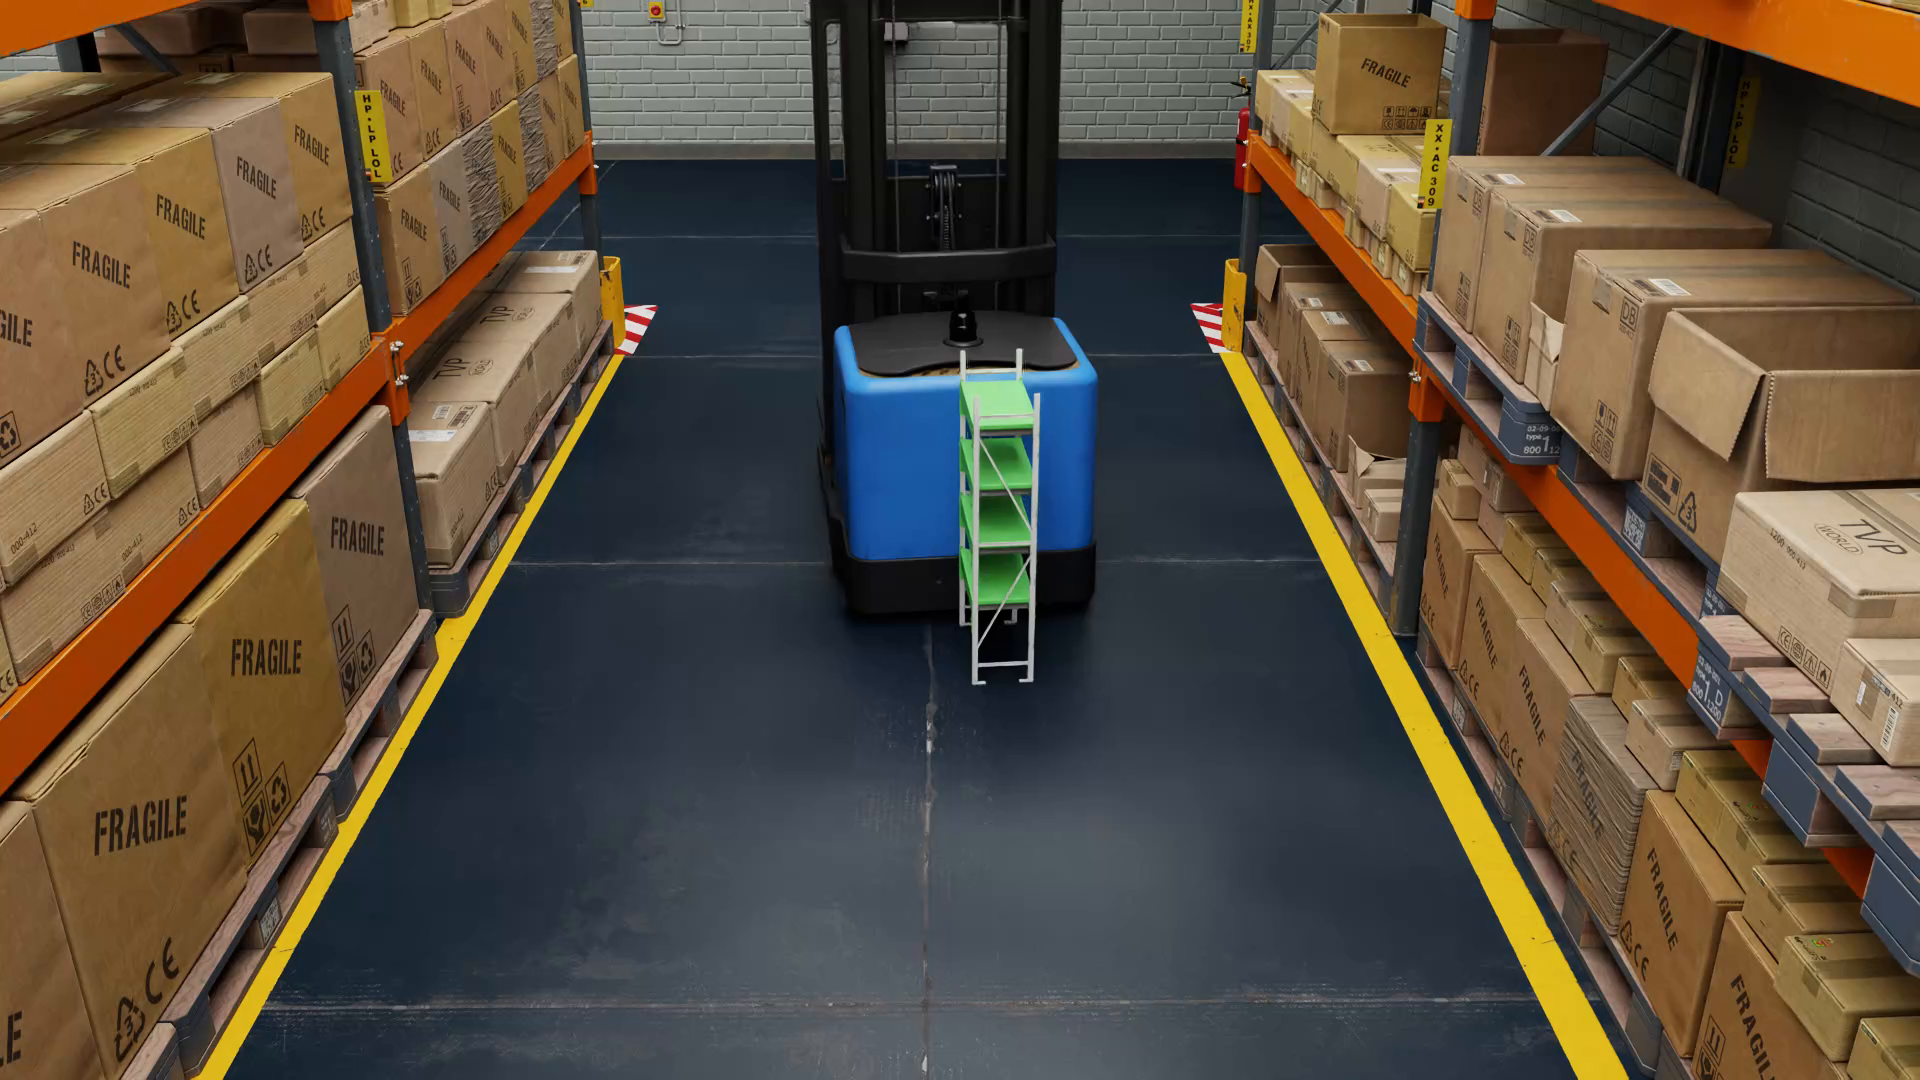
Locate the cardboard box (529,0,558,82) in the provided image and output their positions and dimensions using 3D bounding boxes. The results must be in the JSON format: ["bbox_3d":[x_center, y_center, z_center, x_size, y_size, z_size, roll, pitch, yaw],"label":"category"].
[{"bbox_3d":[-2.440,-2.703,8.751,0.500,0.500,0.500,0,24,0],"label":"cardboard box"}]

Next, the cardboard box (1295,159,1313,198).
[{"bbox_3d":[1.939,-1.856,8.519,0.380,0.149,0.250,-1,24,-2],"label":"cardboard box"}]

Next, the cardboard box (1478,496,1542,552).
[{"bbox_3d":[2.107,-0.075,6.013,0.380,0.149,0.250,-1,24,-2],"label":"cardboard box"}]

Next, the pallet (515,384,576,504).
[{"bbox_3d":[-2.621,-0.513,8.629,1.003,0.211,1.213,0,24,-1],"label":"pallet"}]

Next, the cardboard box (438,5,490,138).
[{"bbox_3d":[-2.431,-2.084,7.383,0.500,0.500,0.500,0,24,0],"label":"cardboard box"}]

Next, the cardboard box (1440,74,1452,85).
[{"bbox_3d":[2.515,-2.517,9.497,0.500,0.250,0.500,0,24,1],"label":"cardboard box"}]

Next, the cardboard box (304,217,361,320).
[{"bbox_3d":[-2.427,-0.945,5.775,0.500,0.250,0.500,0,24,-1],"label":"cardboard box"}]

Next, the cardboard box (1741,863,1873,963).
[{"bbox_3d":[2.081,0.887,3.886,0.380,0.149,0.250,-1,24,-2],"label":"cardboard box"}]

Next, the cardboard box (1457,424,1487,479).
[{"bbox_3d":[2.087,-0.325,6.204,0.380,0.149,0.250,-1,24,-1],"label":"cardboard box"}]

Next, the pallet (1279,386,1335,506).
[{"bbox_3d":[2.266,-0.506,8.614,1.003,0.211,1.213,0,24,-1],"label":"pallet"}]

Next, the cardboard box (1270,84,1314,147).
[{"bbox_3d":[1.986,-2.310,9.038,0.500,0.250,0.500,0,24,0],"label":"cardboard box"}]

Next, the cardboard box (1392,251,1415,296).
[{"bbox_3d":[2.008,-1.113,6.876,0.380,0.149,0.250,0,24,1],"label":"cardboard box"}]

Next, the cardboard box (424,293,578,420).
[{"bbox_3d":[-2.593,-0.990,8.898,0.875,0.438,0.875,0,24,1],"label":"cardboard box"}]

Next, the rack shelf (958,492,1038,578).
[{"bbox_3d":[0.144,-0.030,6.502,0.258,0.148,0.480,-2,26,-5],"label":"rack shelf"}]

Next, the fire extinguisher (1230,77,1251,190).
[{"bbox_3d":[1.781,-2.492,10.166,0.296,0.674,0.183,0,24,-1],"label":"fire extinguisher"}]

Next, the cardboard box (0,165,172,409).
[{"bbox_3d":[-2.399,-0.649,4.210,0.500,0.500,0.500,0,24,0],"label":"cardboard box"}]

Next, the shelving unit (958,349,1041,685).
[{"bbox_3d":[0.144,-0.088,6.474,0.258,1.200,0.503,-2,26,-5],"label":"shelving unit"}]

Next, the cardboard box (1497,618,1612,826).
[{"bbox_3d":[2.086,0.583,5.345,0.500,0.500,0.500,-1,24,-2],"label":"cardboard box"}]

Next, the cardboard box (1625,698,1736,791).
[{"bbox_3d":[2.087,0.561,4.606,0.380,0.149,0.250,-1,24,-3],"label":"cardboard box"}]

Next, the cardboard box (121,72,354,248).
[{"bbox_3d":[-2.419,-1.284,5.615,0.500,0.500,0.500,1,24,1],"label":"cardboard box"}]

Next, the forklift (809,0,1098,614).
[{"bbox_3d":[-0.137,-1.605,7.741,1.130,2.935,3.031,-3,25,-7],"label":"forklift"}]

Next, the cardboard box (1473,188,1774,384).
[{"bbox_3d":[2.076,-0.813,5.277,0.700,0.500,0.500,0,24,0],"label":"cardboard box"}]

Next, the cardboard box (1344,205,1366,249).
[{"bbox_3d":[1.975,-1.433,7.584,0.380,0.149,0.250,-1,24,-1],"label":"cardboard box"}]

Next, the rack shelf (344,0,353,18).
[{"bbox_3d":[-2.696,-2.829,7.599,1.077,0.370,4.000,0,24,-1],"label":"rack shelf"}]

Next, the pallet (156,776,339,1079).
[{"bbox_3d":[-2.575,1.126,5.005,1.003,0.211,1.213,0,24,-1],"label":"pallet"}]

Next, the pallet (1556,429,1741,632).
[{"bbox_3d":[2.307,-0.056,4.466,1.003,0.211,1.213,0,24,-1],"label":"pallet"}]

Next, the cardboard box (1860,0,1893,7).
[{"bbox_3d":[2.072,-1.264,3.447,0.500,0.250,0.500,0,24,-1],"label":"cardboard box"}]

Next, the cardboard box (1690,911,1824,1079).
[{"bbox_3d":[2.118,1.226,3.923,0.500,0.500,0.500,-1,24,-1],"label":"cardboard box"}]

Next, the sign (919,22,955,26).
[{"bbox_3d":[-0.209,-4.932,15.129,0.329,0.494,0.001,0,24,-1],"label":"sign"}]

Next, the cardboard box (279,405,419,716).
[{"bbox_3d":[-2.588,0.066,6.034,0.875,0.875,0.875,0,24,1],"label":"cardboard box"}]

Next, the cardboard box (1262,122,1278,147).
[{"bbox_3d":[1.974,-2.387,9.693,0.380,0.149,0.250,0,24,-1],"label":"cardboard box"}]

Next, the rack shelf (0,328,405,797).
[{"bbox_3d":[-2.653,0.186,4.573,1.077,0.370,4.000,0,24,-1],"label":"rack shelf"}]

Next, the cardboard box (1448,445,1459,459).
[{"bbox_3d":[2.513,-0.334,7.799,0.380,0.149,0.250,-1,24,-1],"label":"cardboard box"}]

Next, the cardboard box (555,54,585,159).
[{"bbox_3d":[-2.448,-2.463,9.433,0.500,0.500,0.500,0,24,0],"label":"cardboard box"}]

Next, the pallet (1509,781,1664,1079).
[{"bbox_3d":[2.352,1.119,5.019,1.003,0.211,1.213,0,24,-1],"label":"pallet"}]

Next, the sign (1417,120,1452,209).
[{"bbox_3d":[1.746,-1.379,6.108,0.100,0.325,0.005,0,24,-1],"label":"sign"}]

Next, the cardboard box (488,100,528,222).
[{"bbox_3d":[-2.424,-1.831,8.037,0.500,0.500,0.500,0,24,1],"label":"cardboard box"}]

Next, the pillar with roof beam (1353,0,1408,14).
[{"bbox_3d":[-1.188,-6.468,11.130,9.100,9.000,0.400,0,24,-1],"label":"pillar with roof beam"}]

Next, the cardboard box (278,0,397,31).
[{"bbox_3d":[-2.482,-2.105,6.642,0.380,0.149,0.250,-1,24,-1],"label":"cardboard box"}]

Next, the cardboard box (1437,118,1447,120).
[{"bbox_3d":[2.526,-1.885,8.099,0.500,0.250,0.500,0,24,-1],"label":"cardboard box"}]

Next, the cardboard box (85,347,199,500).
[{"bbox_3d":[-2.380,-0.315,4.381,0.500,0.250,0.500,0,24,0],"label":"cardboard box"}]

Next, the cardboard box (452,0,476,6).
[{"bbox_3d":[-2.416,-2.522,7.564,0.380,0.149,0.250,0,24,0],"label":"cardboard box"}]

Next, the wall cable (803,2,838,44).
[{"bbox_3d":[-1.385,-5.412,14.843,0.588,1.984,0.122,0,24,-1],"label":"wall cable"}]

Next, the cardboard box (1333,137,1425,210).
[{"bbox_3d":[2.027,-1.678,7.641,0.500,0.250,0.500,0,24,-1],"label":"cardboard box"}]

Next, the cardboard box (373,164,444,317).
[{"bbox_3d":[-2.418,-1.206,6.656,0.500,0.500,0.500,1,24,1],"label":"cardboard box"}]

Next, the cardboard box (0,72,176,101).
[{"bbox_3d":[-2.957,-1.285,5.616,0.500,0.500,0.500,0,24,0],"label":"cardboard box"}]

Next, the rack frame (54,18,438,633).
[{"bbox_3d":[-2.675,-0.966,6.246,1.000,3.000,0.127,0,24,-1],"label":"rack frame"}]

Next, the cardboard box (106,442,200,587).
[{"bbox_3d":[-2.417,-0.084,4.477,0.500,0.250,0.500,0,24,-1],"label":"cardboard box"}]

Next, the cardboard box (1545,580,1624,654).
[{"bbox_3d":[2.103,0.246,5.302,0.380,0.149,0.250,0,24,-1],"label":"cardboard box"}]

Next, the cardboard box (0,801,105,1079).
[{"bbox_3d":[-2.555,1.174,3.584,0.875,0.875,0.875,0,24,-1],"label":"cardboard box"}]

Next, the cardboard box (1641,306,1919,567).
[{"bbox_3d":[2.130,-0.252,4.032,0.797,0.503,0.637,-1,24,-2],"label":"cardboard box"}]

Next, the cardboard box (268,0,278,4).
[{"bbox_3d":[-2.883,-2.100,6.632,0.380,0.149,0.250,0,24,0],"label":"cardboard box"}]

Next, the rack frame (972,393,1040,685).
[{"bbox_3d":[0.168,0.017,6.255,0.240,1.200,0.015,-2,26,-5],"label":"rack frame"}]

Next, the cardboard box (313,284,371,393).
[{"bbox_3d":[-2.418,-0.714,5.871,0.500,0.250,0.500,-1,24,-2],"label":"cardboard box"}]

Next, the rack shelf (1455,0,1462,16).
[{"bbox_3d":[2.267,-2.853,7.652,1.077,0.370,4.000,0,24,-1],"label":"rack shelf"}]

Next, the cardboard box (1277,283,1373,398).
[{"bbox_3d":[2.127,-1.086,9.035,0.700,0.500,0.500,1,24,2],"label":"cardboard box"}]
